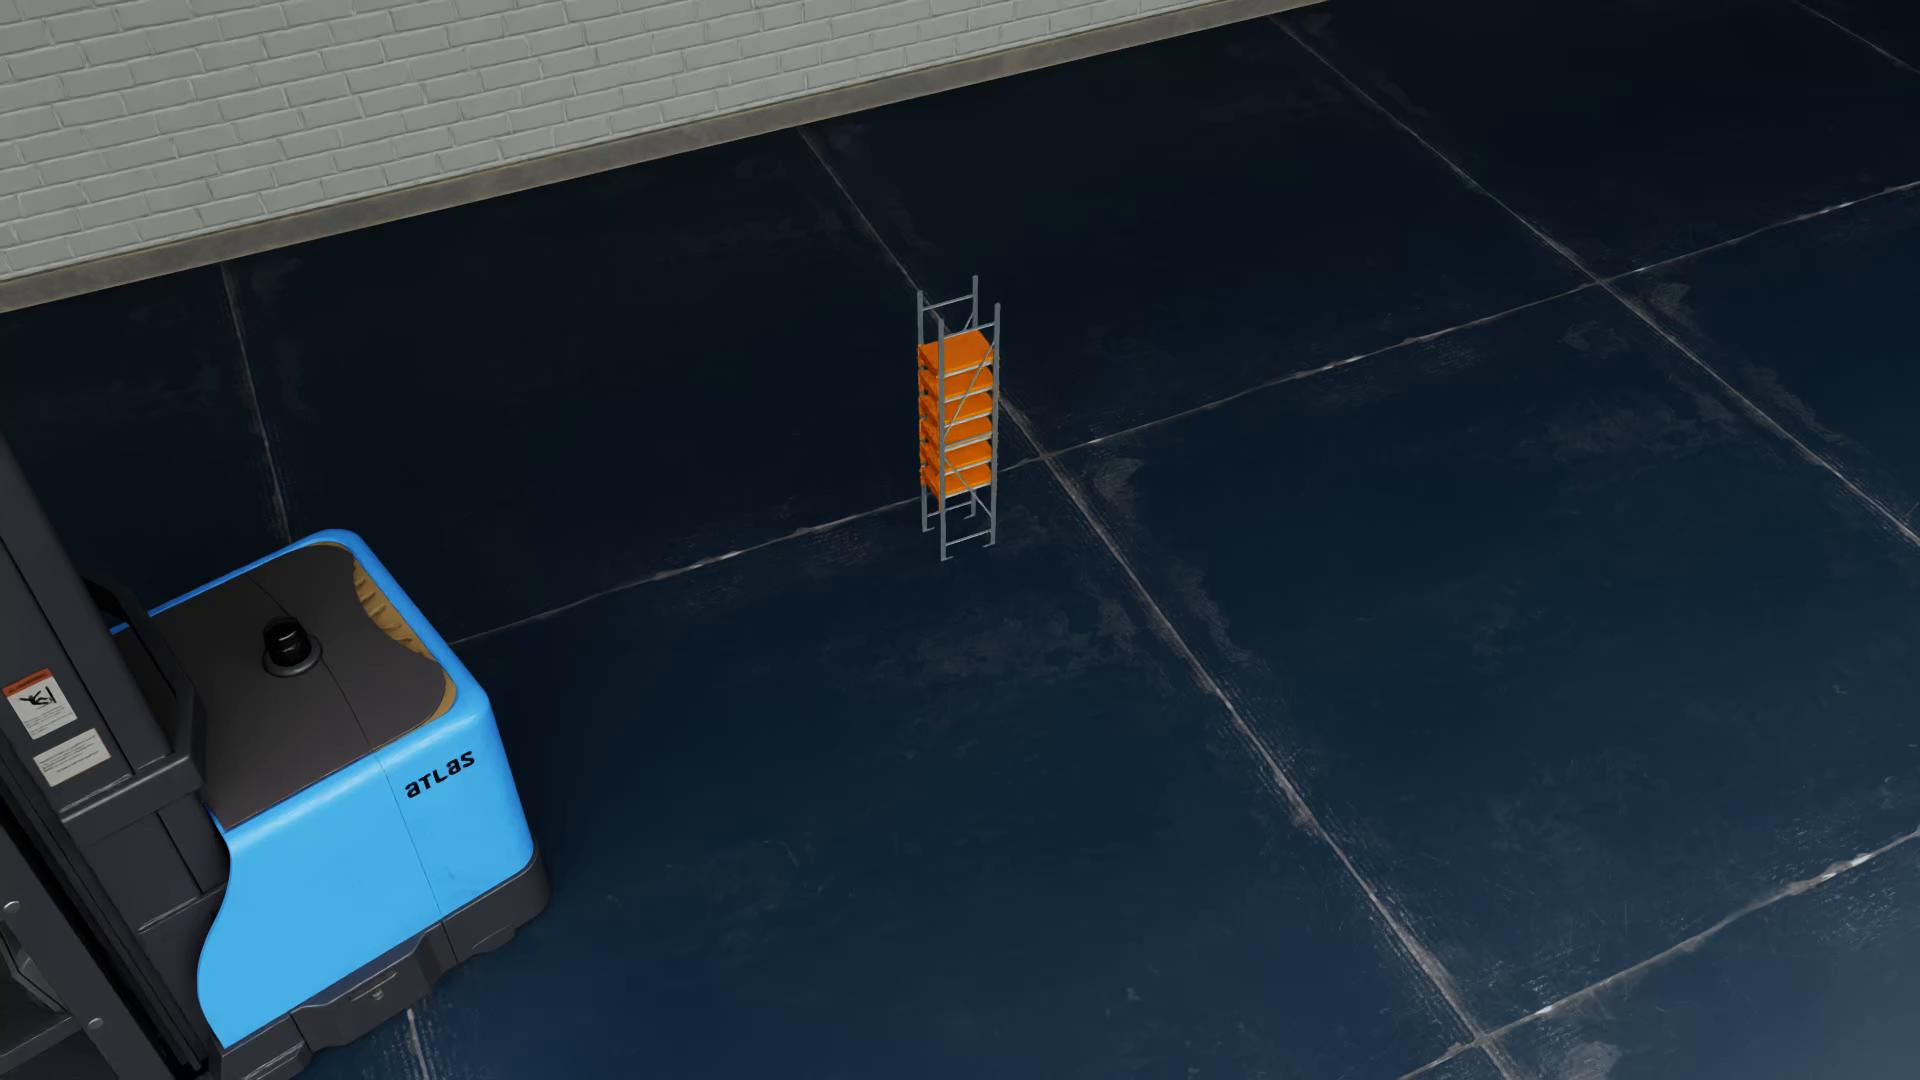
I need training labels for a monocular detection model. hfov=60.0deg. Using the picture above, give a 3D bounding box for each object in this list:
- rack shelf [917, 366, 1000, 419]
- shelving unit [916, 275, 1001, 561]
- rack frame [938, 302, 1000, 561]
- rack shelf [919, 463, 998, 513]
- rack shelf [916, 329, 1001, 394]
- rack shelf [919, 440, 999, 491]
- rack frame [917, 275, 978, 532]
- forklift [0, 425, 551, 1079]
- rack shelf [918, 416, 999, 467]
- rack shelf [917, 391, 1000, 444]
[{"bbox_3d":[-0.006,-0.576,6.201,0.258,0.103,0.180,-18,47,-17],"label":"rack shelf"},{"bbox_3d":[-0.006,-0.436,6.338,0.258,1.200,0.189,-18,47,-17],"label":"shelving unit"},{"bbox_3d":[0.032,-0.378,6.279,0.240,1.200,0.006,-18,47,-17],"label":"rack frame"},{"bbox_3d":[-0.006,-0.234,6.538,0.258,0.103,0.180,-18,47,-17],"label":"rack shelf"},{"bbox_3d":[-0.006,-0.661,6.116,0.258,0.103,0.180,-18,47,-17],"label":"rack shelf"},{"bbox_3d":[-0.006,-0.319,6.453,0.258,0.103,0.180,-18,47,-17],"label":"rack shelf"},{"bbox_3d":[-0.045,-0.495,6.397,0.240,1.200,0.006,-18,47,-17],"label":"rack frame"},{"bbox_3d":[-2.803,0.577,4.079,3.031,2.935,1.130,-30,52,-27],"label":"forklift"},{"bbox_3d":[-0.006,-0.405,6.369,0.258,0.103,0.180,-18,47,-17],"label":"rack shelf"},{"bbox_3d":[-0.006,-0.490,6.285,0.258,0.103,0.180,-18,47,-17],"label":"rack shelf"}]
